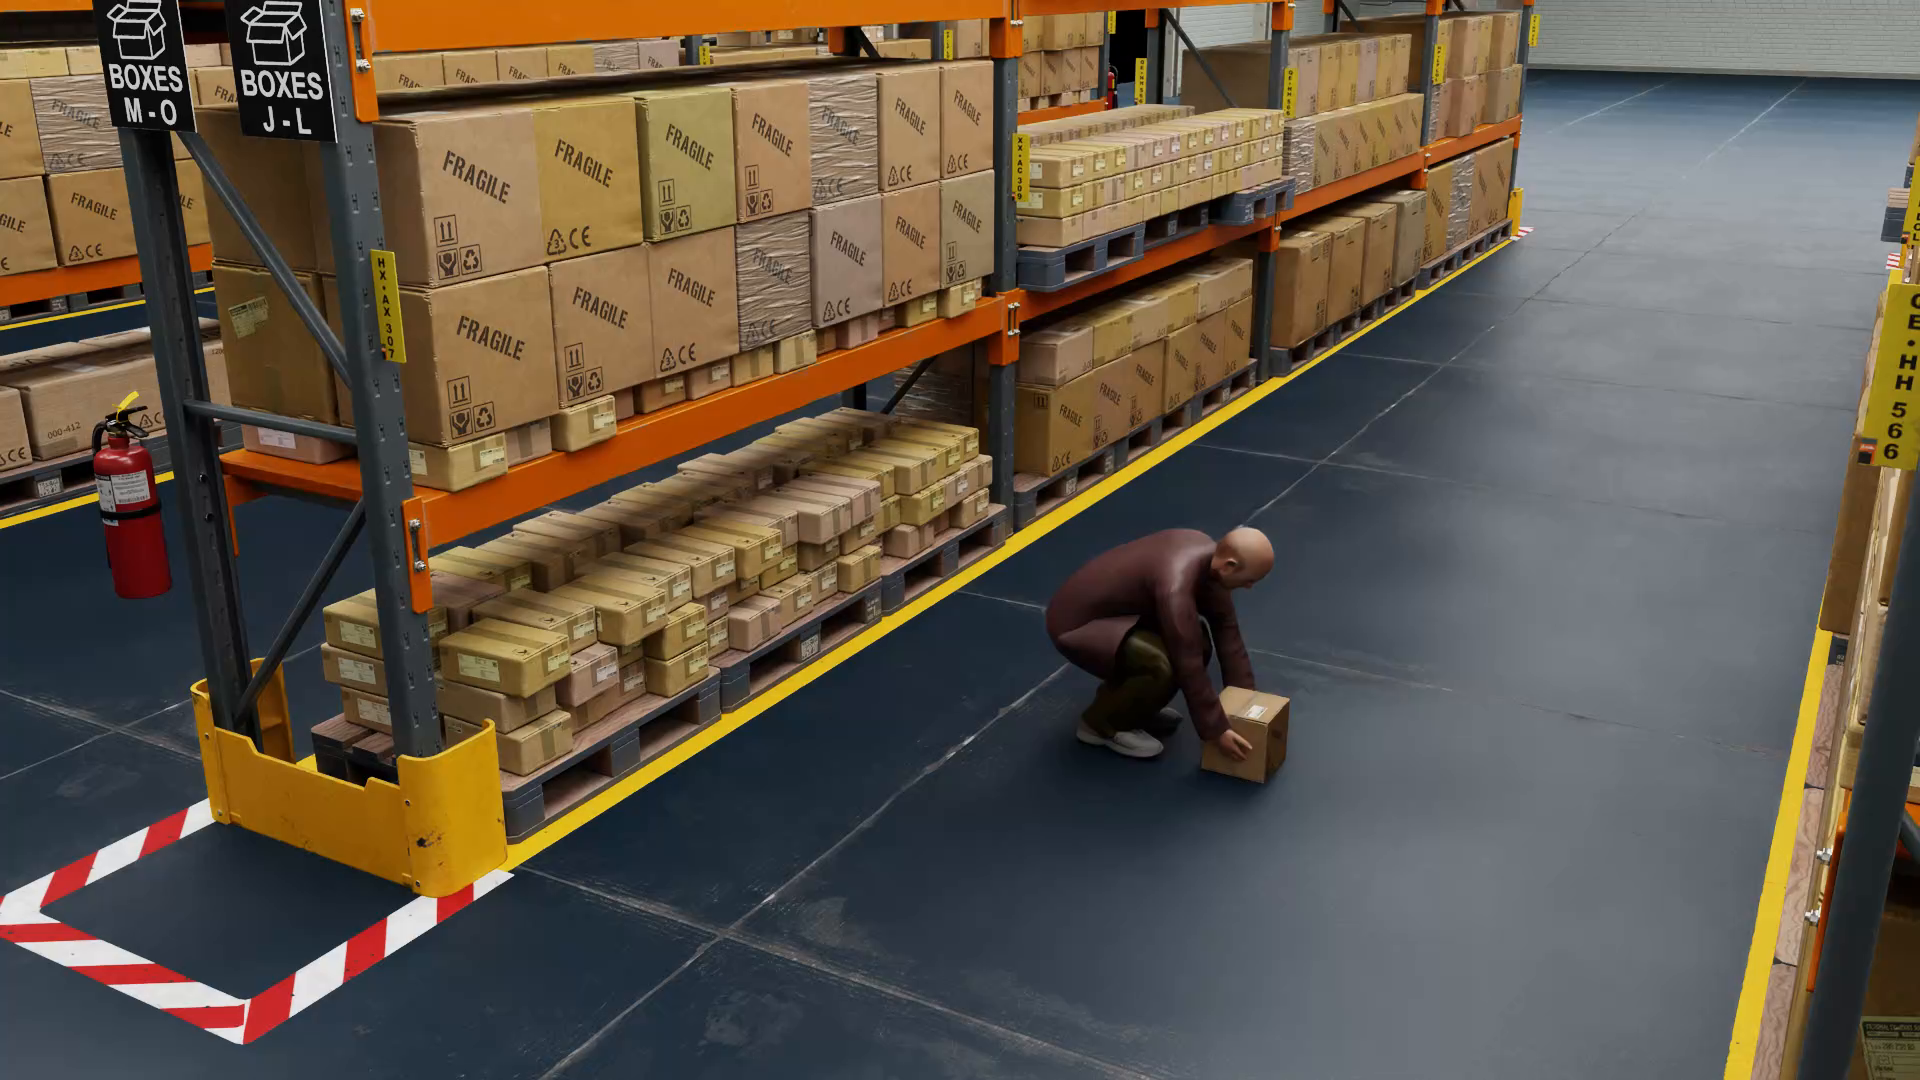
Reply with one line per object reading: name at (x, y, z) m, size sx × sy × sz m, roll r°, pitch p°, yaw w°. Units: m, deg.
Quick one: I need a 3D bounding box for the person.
person at (0.767, 0.354, 6.384) m, size 0.908 × 0.918 × 0.603 m, roll 10°, pitch 22°, yaw 28°
